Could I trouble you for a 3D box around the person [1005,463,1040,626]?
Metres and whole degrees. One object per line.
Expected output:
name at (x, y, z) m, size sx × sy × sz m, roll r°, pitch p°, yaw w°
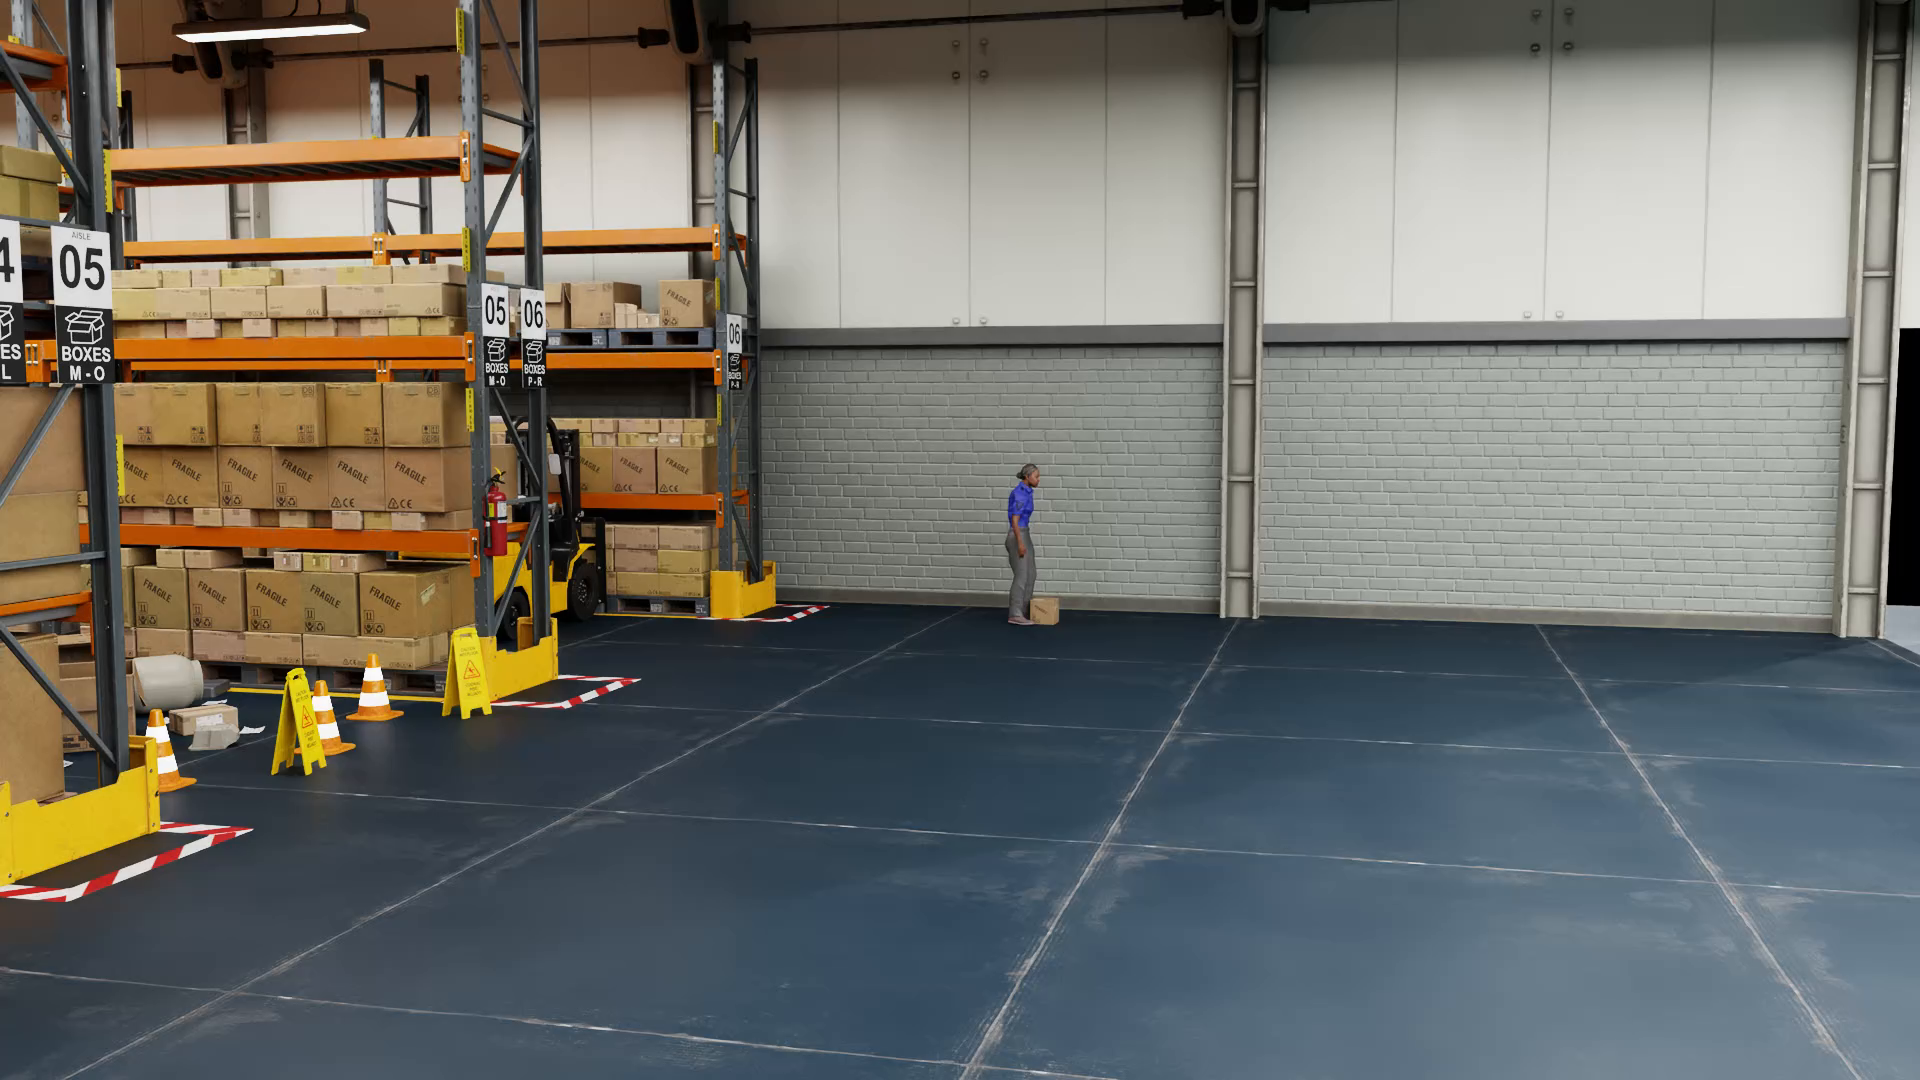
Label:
person at (0.670, 0.033, 17.195) m, size 0.392 × 1.654 × 0.513 m, roll 1°, pitch 5°, yaw 13°
